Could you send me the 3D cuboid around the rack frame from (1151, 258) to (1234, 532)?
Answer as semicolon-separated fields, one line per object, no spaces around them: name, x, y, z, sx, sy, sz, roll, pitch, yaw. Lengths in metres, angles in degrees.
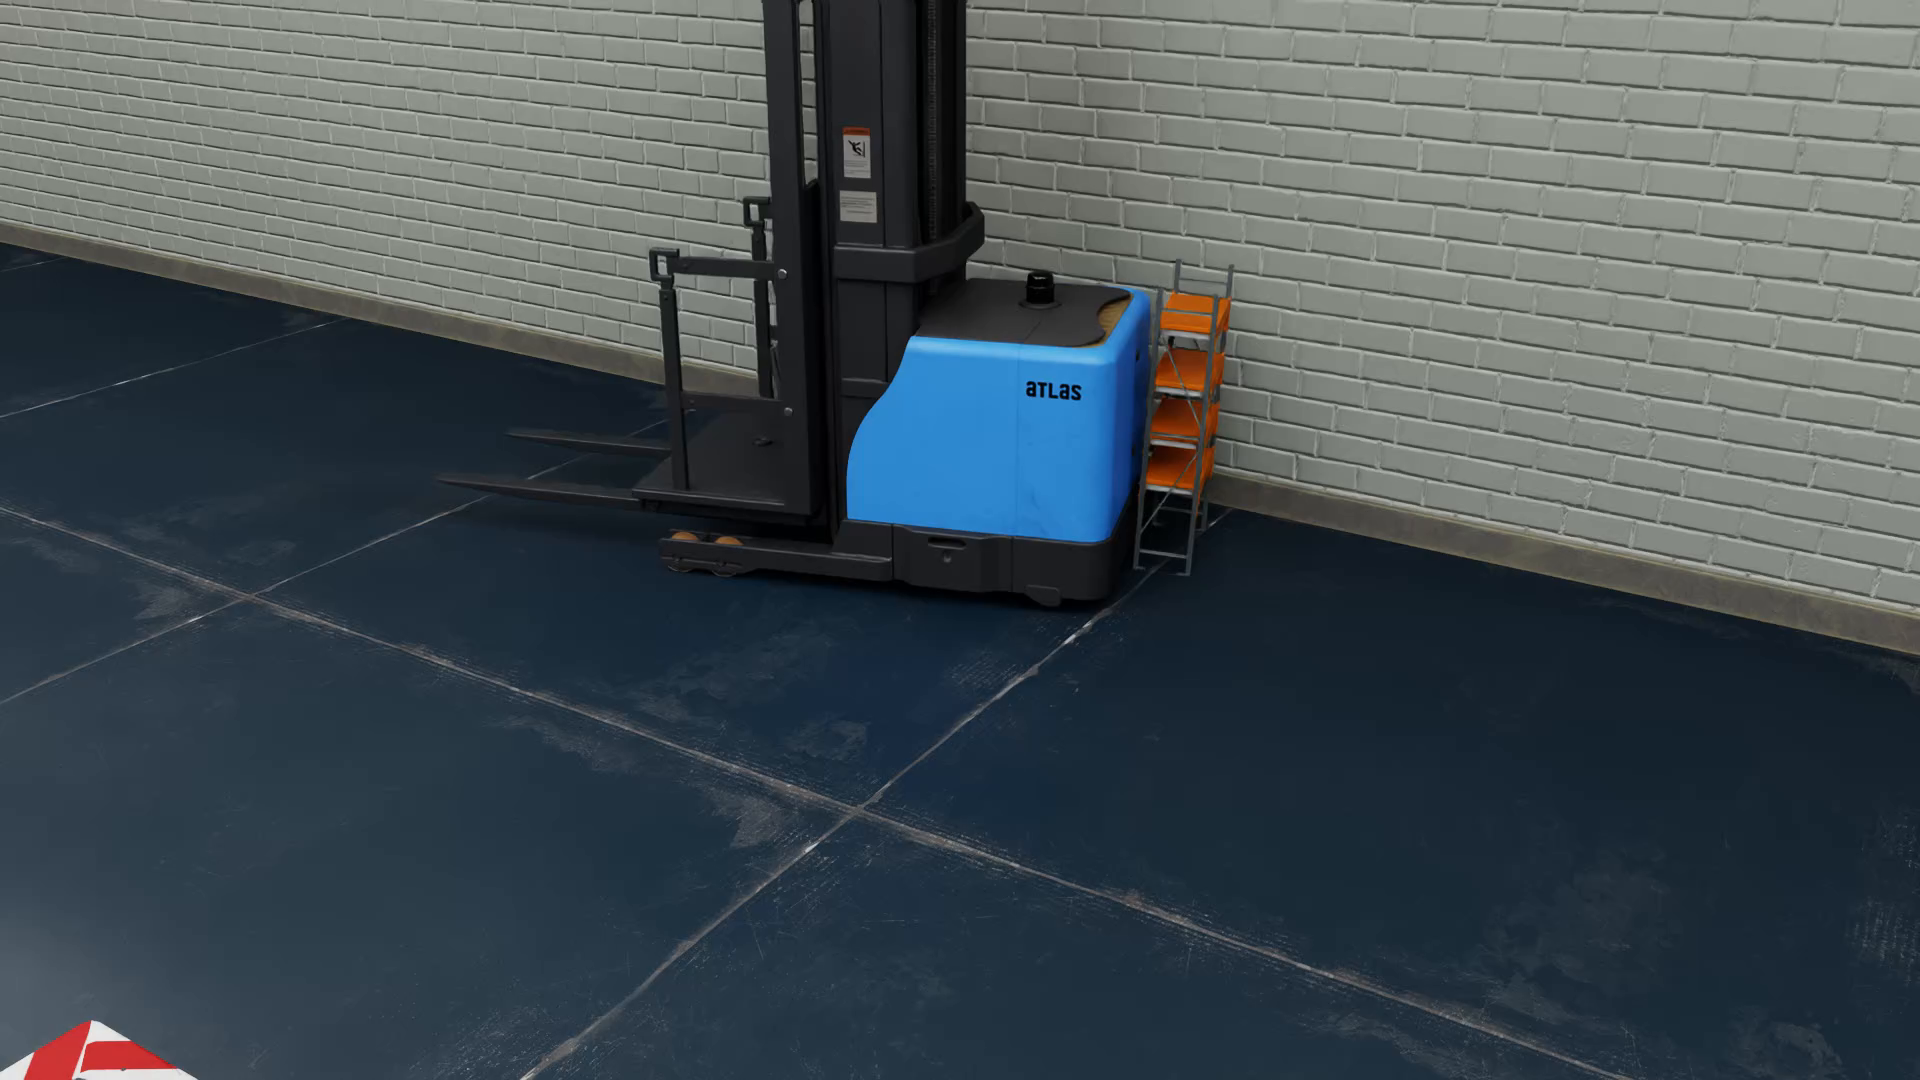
rack frame;0.989;-0.603;7.118;0.240;1.200;0.015;8;25;13

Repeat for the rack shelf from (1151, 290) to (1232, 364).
rack shelf;0.941;-0.868;6.742;0.258;0.148;0.480;8;25;13

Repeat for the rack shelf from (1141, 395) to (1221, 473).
rack shelf;0.923;-0.448;6.929;0.258;0.148;0.480;8;25;13

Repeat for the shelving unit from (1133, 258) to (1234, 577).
shelving unit;0.926;-0.509;6.902;0.258;1.200;0.503;8;25;13

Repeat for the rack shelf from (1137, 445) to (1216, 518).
rack shelf;0.916;-0.266;7.010;0.258;0.148;0.480;8;25;13

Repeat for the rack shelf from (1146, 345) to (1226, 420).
rack shelf;0.932;-0.652;6.838;0.258;0.148;0.480;8;25;13

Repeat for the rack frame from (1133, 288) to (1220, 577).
rack frame;0.862;-0.415;6.686;0.240;1.200;0.015;8;25;13

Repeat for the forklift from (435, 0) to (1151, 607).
forklift;-0.761;-1.385;6.761;3.031;2.935;1.130;6;24;13
